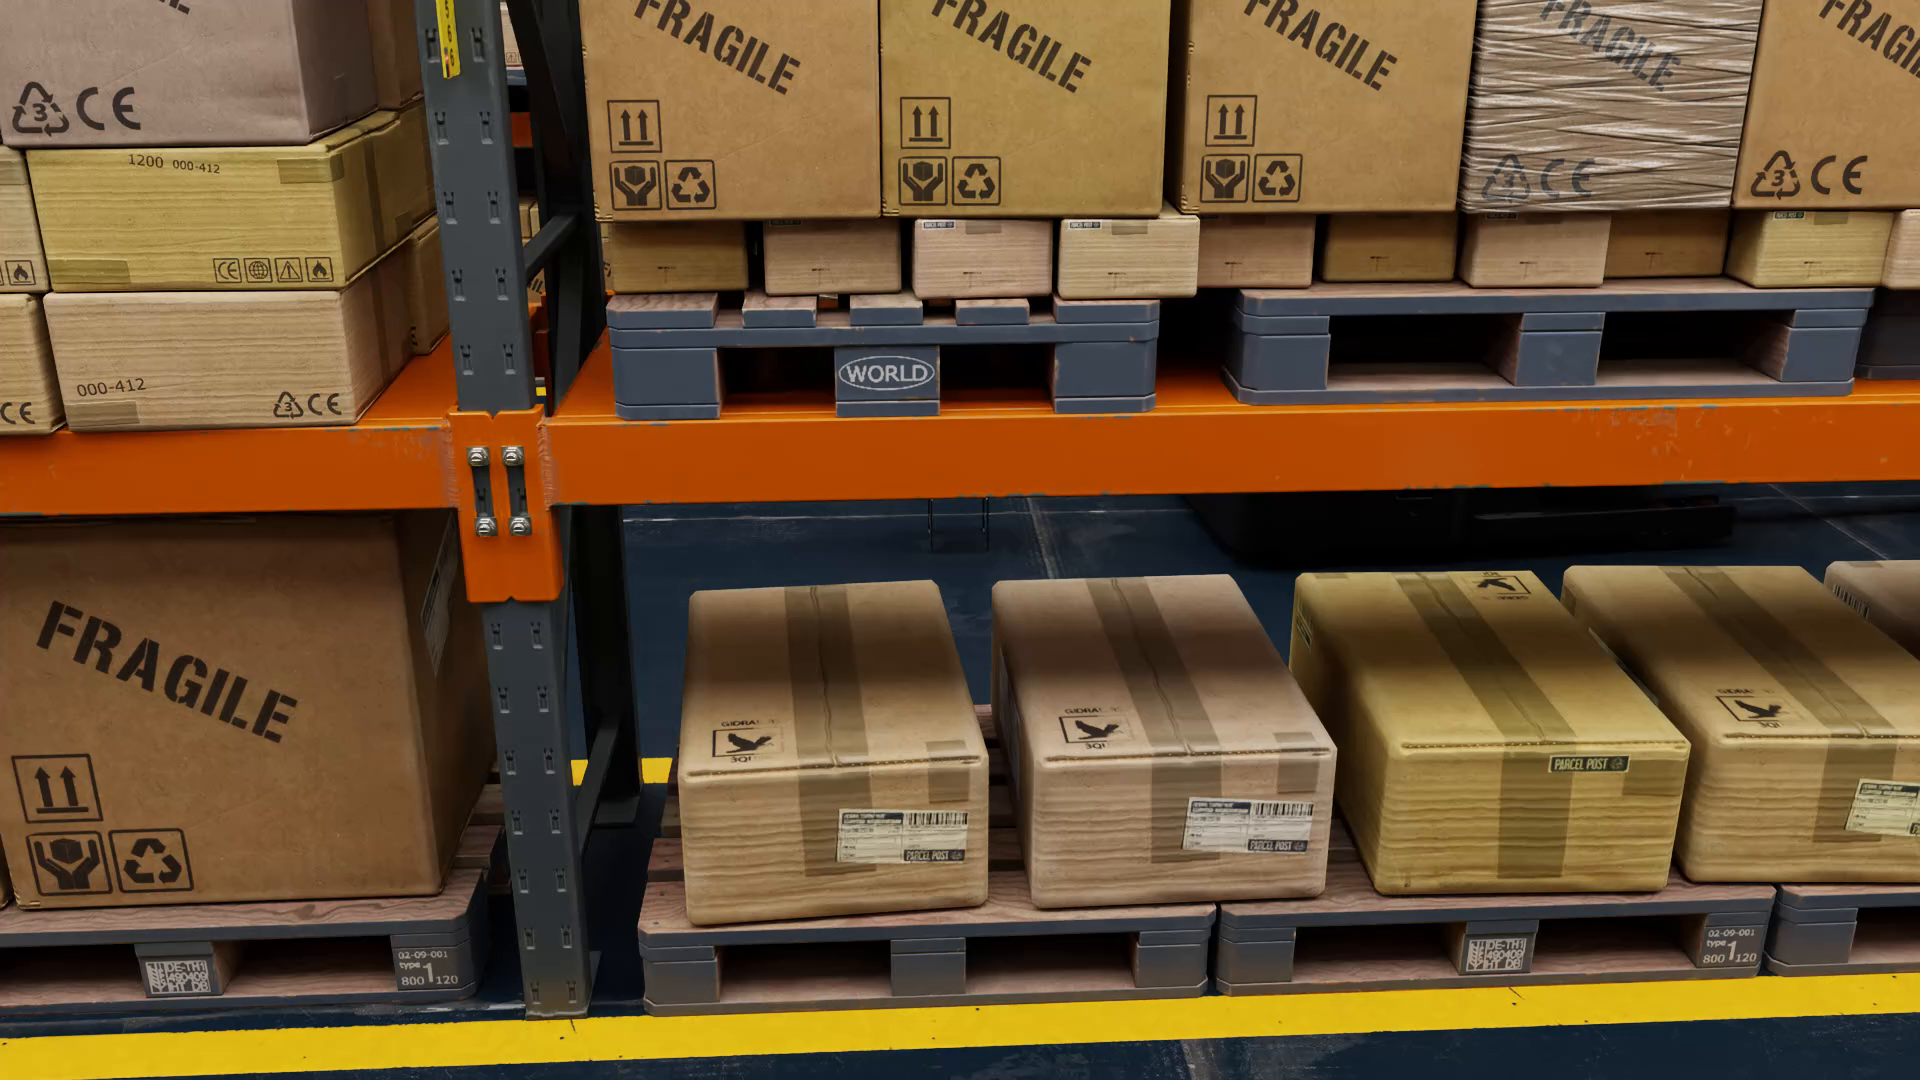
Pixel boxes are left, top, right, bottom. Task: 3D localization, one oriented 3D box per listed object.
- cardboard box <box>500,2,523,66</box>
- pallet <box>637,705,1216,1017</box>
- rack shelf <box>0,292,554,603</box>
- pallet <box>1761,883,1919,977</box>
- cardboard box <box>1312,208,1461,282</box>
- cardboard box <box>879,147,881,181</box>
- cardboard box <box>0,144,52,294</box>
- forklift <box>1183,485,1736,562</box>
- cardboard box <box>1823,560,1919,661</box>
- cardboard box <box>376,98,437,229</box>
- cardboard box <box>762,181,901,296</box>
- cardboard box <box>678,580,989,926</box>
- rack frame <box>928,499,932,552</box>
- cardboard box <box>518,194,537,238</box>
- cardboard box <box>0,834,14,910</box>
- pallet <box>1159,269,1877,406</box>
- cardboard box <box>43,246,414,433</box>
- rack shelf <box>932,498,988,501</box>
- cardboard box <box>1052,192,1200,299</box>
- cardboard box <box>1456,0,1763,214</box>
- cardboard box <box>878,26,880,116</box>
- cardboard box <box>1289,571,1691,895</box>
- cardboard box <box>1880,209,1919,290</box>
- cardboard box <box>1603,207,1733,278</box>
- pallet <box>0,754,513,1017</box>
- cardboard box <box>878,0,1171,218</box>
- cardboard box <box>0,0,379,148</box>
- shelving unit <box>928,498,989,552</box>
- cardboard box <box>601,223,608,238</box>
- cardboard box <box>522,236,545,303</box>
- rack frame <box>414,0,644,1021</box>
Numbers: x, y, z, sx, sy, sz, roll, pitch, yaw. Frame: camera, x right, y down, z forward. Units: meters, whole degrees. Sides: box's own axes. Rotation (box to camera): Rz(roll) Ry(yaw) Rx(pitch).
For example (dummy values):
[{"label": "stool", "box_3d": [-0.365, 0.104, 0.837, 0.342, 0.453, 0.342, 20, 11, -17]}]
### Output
[{"label": "cardboard box", "box_3d": [-2.195, -2.327, 7.639, 0.500, 0.250, 0.500, -2, 21, -6]}, {"label": "pallet", "box_3d": [-0.093, 0.713, 3.950, 1.213, 0.211, 1.003, -1, 21, -3]}, {"label": "rack shelf", "box_3d": [-2.870, -0.198, 3.435, 4.000, 0.370, 1.077, -1, 21, -3]}, {"label": "pallet", "box_3d": [2.343, 0.664, 4.081, 1.213, 0.211, 1.003, -1, 21, -3]}, {"label": "cardboard box", "box_3d": [0.813, -0.627, 3.316, 0.250, 0.149, 0.380, 0, 21, -1]}, {"label": "cardboard box", "box_3d": [-0.296, -0.775, 3.703, 0.250, 0.149, 0.380, -1, 21, -2]}, {"label": "cardboard box", "box_3d": [-1.854, -0.626, 3.058, 0.500, 0.250, 0.500, -2, 21, -4]}, {"label": "forklift", "box_3d": [2.368, -1.521, 5.997, 3.031, 2.935, 1.130, -3, 21, -8]}, {"label": "cardboard box", "box_3d": [2.596, 0.388, 3.990, 0.625, 0.372, 0.950, -1, 21, -2]}, {"label": "cardboard box", "box_3d": [-1.394, -0.815, 3.555, 0.500, 0.250, 0.500, -1, 21, -3]}, {"label": "cardboard box", "box_3d": [-0.254, -0.588, 3.212, 0.250, 0.149, 0.380, -2, 21, -6]}, {"label": "cardboard box", "box_3d": [-0.309, 0.449, 3.828, 0.625, 0.372, 0.950, -3, 21, -7]}, {"label": "rack frame", "box_3d": [-0.110, -0.418, 5.955, 0.006, 0.900, 0.240, -1, 21, -3]}, {"label": "cardboard box", "box_3d": [-2.175, -1.563, 8.021, 0.250, 0.149, 0.380, -2, 21, -5]}, {"label": "cardboard box", "box_3d": [-2.459, 0.223, 3.714, 0.875, 0.875, 0.875, -1, 21, -2]}, {"label": "pallet", "box_3d": [1.100, -0.540, 3.592, 1.213, 0.211, 1.003, -1, 21, -3]}, {"label": "cardboard box", "box_3d": [-1.364, -0.402, 3.171, 0.500, 0.250, 0.500, -2, 21, -5]}, {"label": "rack shelf", "box_3d": [-0.008, -0.221, 6.036, 0.200, 0.077, 0.258, -1, 21, -3]}, {"label": "cardboard box", "box_3d": [0.297, -0.575, 3.178, 0.250, 0.149, 0.380, -1, 21, -3]}, {"label": "cardboard box", "box_3d": [1.138, -0.917, 3.165, 0.500, 0.500, 0.500, -2, 21, -5]}, {"label": "cardboard box", "box_3d": [0.080, -1.079, 3.590, 0.500, 0.500, 0.500, -1, 21, -4]}, {"label": "cardboard box", "box_3d": [1.185, 0.418, 3.910, 0.625, 0.372, 0.950, 0, 21, -1]}, {"label": "cardboard box", "box_3d": [1.848, -0.602, 3.251, 0.250, 0.149, 0.380, -1, 21, -3]}, {"label": "cardboard box", "box_3d": [1.334, -0.642, 3.353, 0.250, 0.149, 0.380, -2, 21, -5]}, {"label": "pallet", "box_3d": [-1.665, 0.718, 3.938, 1.213, 0.211, 1.003, -1, 21, -3]}, {"label": "cardboard box", "box_3d": [0.109, -0.896, 3.111, 0.500, 0.500, 0.500, 0, 21, 0]}, {"label": "cardboard box", "box_3d": [-1.375, -0.985, 2.947, 0.500, 0.500, 0.500, -2, 21, -5]}, {"label": "shelving unit", "box_3d": [-0.008, -0.420, 5.960, 0.210, 0.900, 0.258, -1, 21, -3]}, {"label": "cardboard box", "box_3d": [-1.639, -1.569, 8.037, 0.250, 0.149, 0.380, -2, 21, -6]}, {"label": "cardboard box", "box_3d": [-2.071, -1.274, 8.175, 0.500, 0.500, 0.500, -1, 21, -4]}, {"label": "rack frame", "box_3d": [-0.874, -0.574, 3.414, 0.127, 3.000, 1.000, -1, 21, -3]}]
